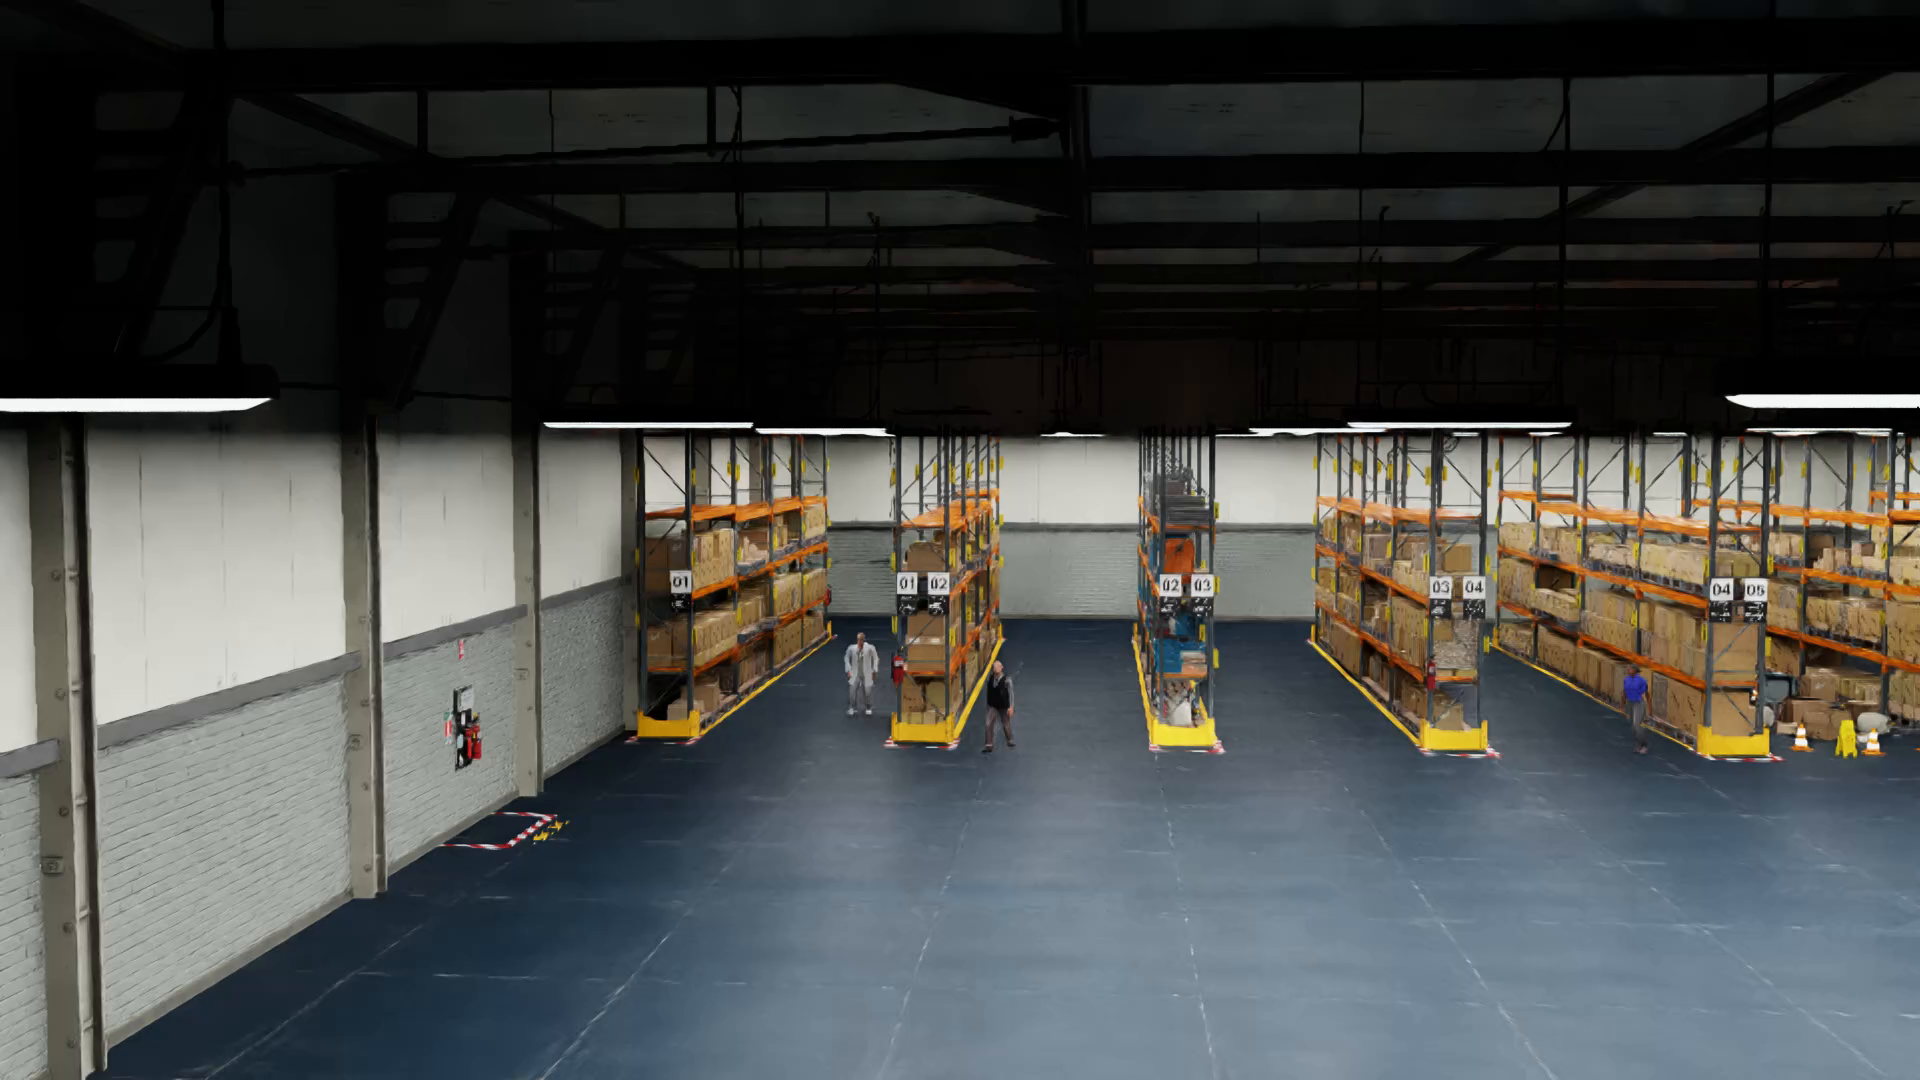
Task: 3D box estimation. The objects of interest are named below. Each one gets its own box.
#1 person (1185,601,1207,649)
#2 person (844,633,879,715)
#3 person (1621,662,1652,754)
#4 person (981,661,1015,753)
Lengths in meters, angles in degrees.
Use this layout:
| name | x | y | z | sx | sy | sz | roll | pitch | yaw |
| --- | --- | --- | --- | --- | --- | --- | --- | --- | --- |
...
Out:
| name | x | y | z | sx | sy | sz | roll | pitch | yaw |
| --- | --- | --- | --- | --- | --- | --- | --- | --- | --- |
| person | 6.216 | 2.127 | 44.985 | 0.712 | 1.697 | 0.833 | -1 | 4 | -13 |
| person | -2.046 | 2.764 | 34.459 | 0.729 | 1.734 | 0.546 | 0 | 3 | 4 |
| person | 12.342 | 3.045 | 30.288 | 0.472 | 1.641 | 0.571 | -2 | 4 | -27 |
| person | 0.738 | 3.035 | 30.370 | 0.558 | 1.683 | 0.923 | 1 | 4 | 21 |
